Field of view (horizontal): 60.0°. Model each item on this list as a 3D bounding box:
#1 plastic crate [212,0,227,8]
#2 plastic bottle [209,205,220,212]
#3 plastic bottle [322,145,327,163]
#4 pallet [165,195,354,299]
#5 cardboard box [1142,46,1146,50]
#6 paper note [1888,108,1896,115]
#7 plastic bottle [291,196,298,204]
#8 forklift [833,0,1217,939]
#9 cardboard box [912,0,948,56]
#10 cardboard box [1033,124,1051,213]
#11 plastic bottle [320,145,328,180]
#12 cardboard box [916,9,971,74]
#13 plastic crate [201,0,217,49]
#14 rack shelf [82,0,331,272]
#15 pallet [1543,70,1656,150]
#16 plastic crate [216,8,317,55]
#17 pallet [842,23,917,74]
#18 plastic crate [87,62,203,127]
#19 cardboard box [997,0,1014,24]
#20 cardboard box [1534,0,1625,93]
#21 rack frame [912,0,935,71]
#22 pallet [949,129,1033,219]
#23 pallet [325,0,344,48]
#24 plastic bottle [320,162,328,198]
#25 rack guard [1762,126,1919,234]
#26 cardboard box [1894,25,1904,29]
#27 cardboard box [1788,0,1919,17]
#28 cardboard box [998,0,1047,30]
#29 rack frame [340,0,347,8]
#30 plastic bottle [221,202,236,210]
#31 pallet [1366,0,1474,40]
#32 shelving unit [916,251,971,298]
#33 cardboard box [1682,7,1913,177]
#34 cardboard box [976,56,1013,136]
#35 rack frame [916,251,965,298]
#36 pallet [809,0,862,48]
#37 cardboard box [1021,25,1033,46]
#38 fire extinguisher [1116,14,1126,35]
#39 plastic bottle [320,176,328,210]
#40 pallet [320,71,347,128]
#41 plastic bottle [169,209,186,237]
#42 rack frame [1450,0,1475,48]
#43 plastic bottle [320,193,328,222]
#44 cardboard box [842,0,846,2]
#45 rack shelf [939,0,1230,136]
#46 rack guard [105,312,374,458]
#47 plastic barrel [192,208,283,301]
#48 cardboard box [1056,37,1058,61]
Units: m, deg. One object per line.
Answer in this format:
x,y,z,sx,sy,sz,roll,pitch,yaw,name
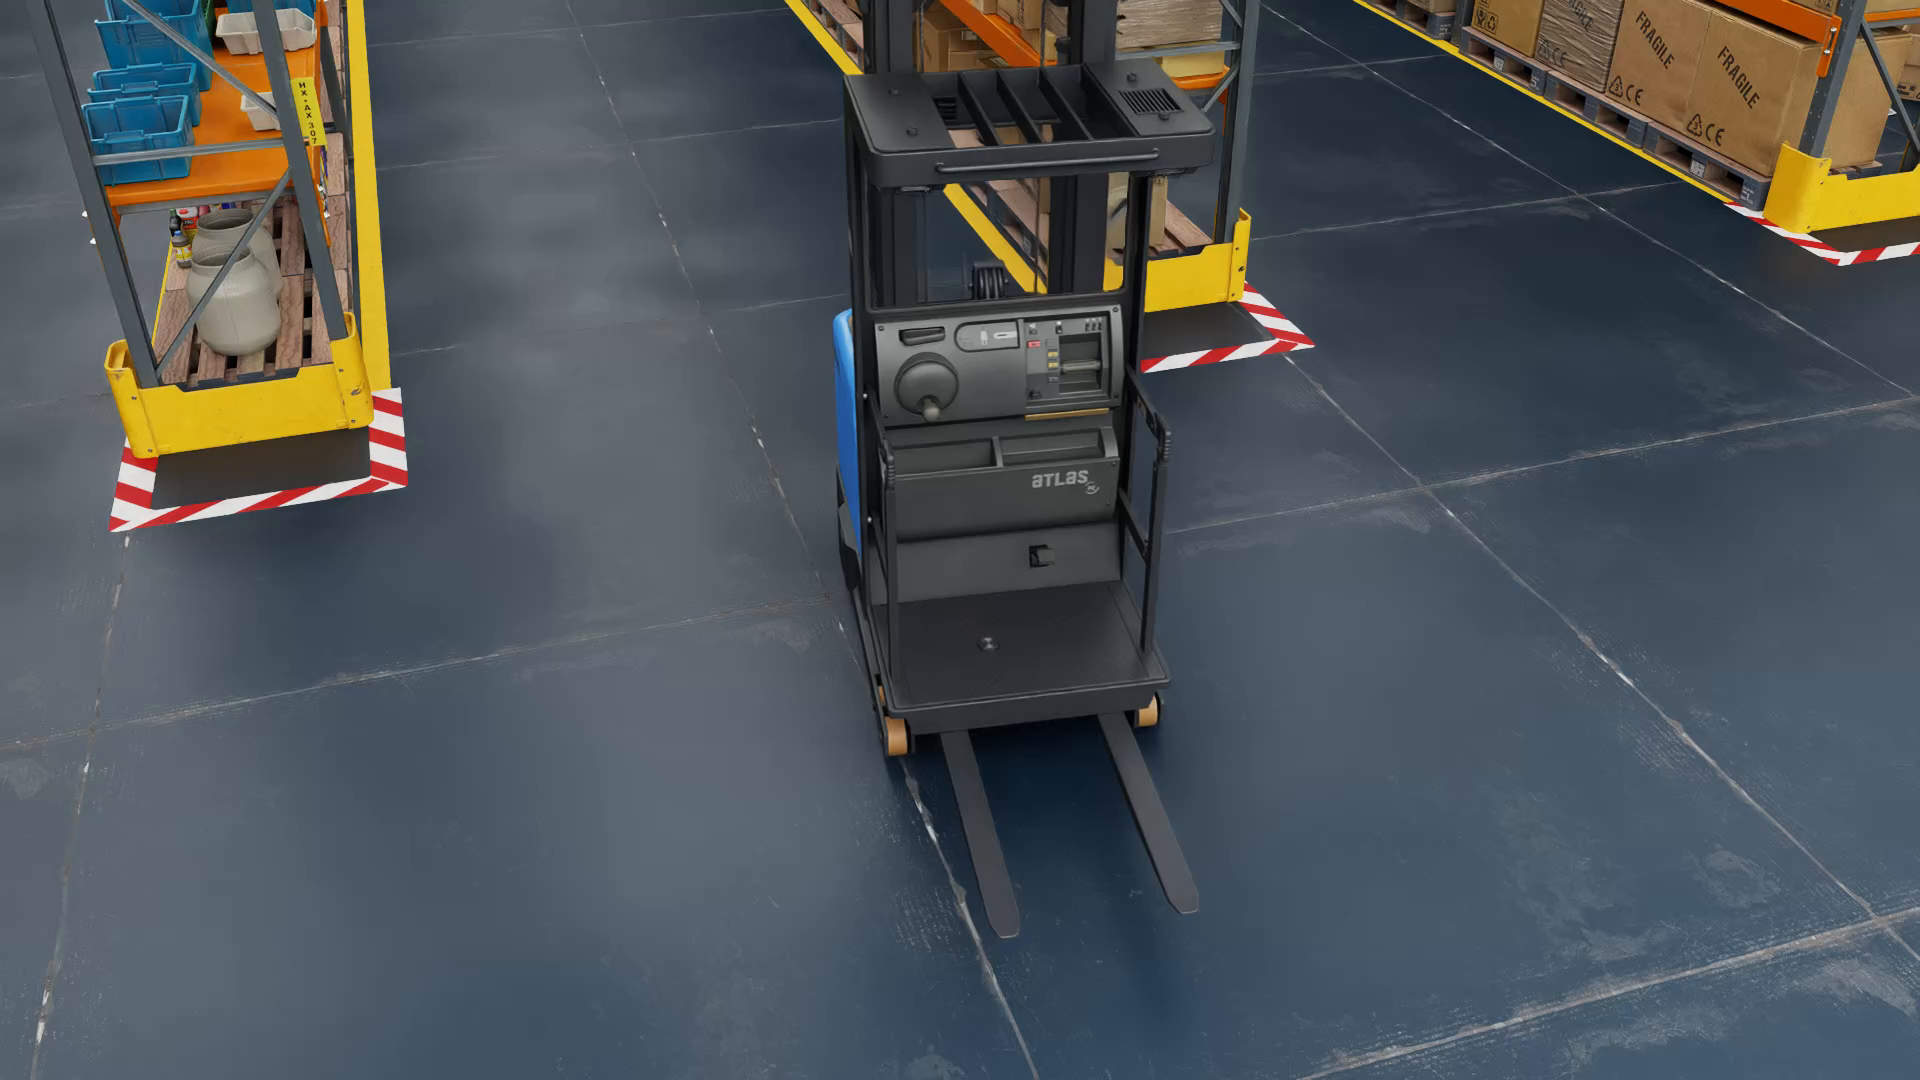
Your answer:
-4.772,-3.587,10.513,0.767,0.338,0.504,-10,35,-15,plastic crate
-4.548,-1.956,10.128,0.097,0.201,0.097,0,33,0,plastic bottle
-4.340,-2.698,11.115,0.144,0.351,0.185,-11,35,-16,plastic bottle
-4.270,-1.744,10.198,1.003,0.211,1.213,-10,35,-15,pallet
1.208,-2.861,9.587,0.380,0.149,0.250,-10,35,-15,cardboard box
7.032,-3.270,12.673,0.144,0.017,0.142,1,33,2,paper note
-4.238,-2.295,10.567,0.061,0.283,0.133,-10,35,-15,plastic bottle
0.190,-0.599,5.998,1.130,2.935,3.031,-6,34,-8,forklift
-0.261,-4.208,13.266,0.700,0.500,0.500,-13,36,-18,cardboard box
0.737,-2.413,10.567,0.500,0.500,0.500,-1,33,-2,cardboard box
-4.192,-2.490,10.863,0.061,0.283,0.133,-8,34,-12,plastic bottle
-0.010,-3.657,12.450,0.500,0.500,0.500,-11,35,-16,cardboard box
-4.666,-3.060,9.853,0.450,0.188,0.662,-10,35,-15,plastic crate
-4.201,-2.559,9.554,1.077,0.370,4.000,-10,35,-15,rack shelf
5.194,-3.305,12.561,1.003,0.211,1.213,-10,35,-15,pallet
-4.074,-2.989,9.792,0.530,0.136,0.437,-10,35,-15,plastic crate
-0.333,-3.987,13.592,1.003,0.211,1.213,-10,35,-15,pallet
-4.221,-2.301,8.646,0.499,0.251,0.408,-10,35,-15,plastic crate
0.446,-3.305,10.259,0.380,0.149,0.250,-10,35,-15,cardboard box
5.064,-3.997,12.624,0.875,0.875,0.875,-10,35,-14,cardboard box
-0.094,-4.742,12.205,1.000,3.000,0.127,-10,35,-15,rack frame
0.520,-2.590,11.478,1.003,0.211,1.213,-10,35,-15,pallet
-5.832,-4.432,14.266,1.003,0.211,1.213,-10,35,-15,pallet
-4.137,-2.310,10.597,0.152,0.276,0.135,-9,35,-14,plastic bottle
5.888,-2.367,10.879,1.175,0.500,0.348,-10,35,-15,rack guard
7.324,-4.309,13.692,0.797,0.637,0.503,-10,35,-15,cardboard box
5.724,-3.672,10.451,0.875,0.550,0.550,-10,35,-15,cardboard box
0.718,-3.343,9.728,0.875,0.500,0.500,-10,35,-15,cardboard box
-6.031,-6.009,14.123,1.000,3.000,0.127,-10,35,-15,rack frame
-4.639,-2.178,10.397,0.152,0.276,0.135,-10,35,-15,plastic bottle
4.353,-4.752,14.750,1.003,0.211,1.213,-10,35,-15,pallet
-0.078,-0.753,7.802,0.258,1.200,0.189,-6,34,-8,shelving unit
5.611,-3.056,11.201,0.875,0.875,0.875,-10,35,-14,cardboard box
0.436,-3.045,11.524,0.500,0.500,0.500,-13,36,-19,cardboard box
-0.094,-0.803,7.877,0.240,1.200,0.006,-6,34,-8,rack frame
-0.709,-4.629,14.563,1.003,0.211,1.213,-10,35,-15,pallet
0.580,-3.040,9.857,0.380,0.149,0.250,-10,35,-15,cardboard box
0.722,-2.472,8.840,0.296,0.674,0.183,-10,35,-15,fire extinguisher
-4.044,-2.197,10.430,0.097,0.271,0.097,0,33,0,plastic bottle
-5.087,-3.151,12.327,1.003,0.211,1.213,-10,35,-15,pallet
-4.621,-1.808,9.830,0.061,0.283,0.133,-9,35,-14,plastic bottle
4.661,-5.523,13.387,1.000,3.000,0.127,-10,35,-15,rack frame
-3.982,-2.091,10.269,0.097,0.271,0.097,0,33,0,plastic bottle
-0.730,-5.049,14.538,0.700,0.500,0.500,-7,34,-11,cardboard box
0.516,-3.392,10.814,1.077,0.370,4.000,-10,35,-15,rack shelf
-3.659,-0.798,8.504,1.175,0.500,0.348,-10,35,-15,rack guard
-4.017,-1.542,9.238,0.421,0.512,0.421,0,33,0,plastic barrel
0.767,-2.783,9.469,0.380,0.149,0.250,-10,35,-15,cardboard box
